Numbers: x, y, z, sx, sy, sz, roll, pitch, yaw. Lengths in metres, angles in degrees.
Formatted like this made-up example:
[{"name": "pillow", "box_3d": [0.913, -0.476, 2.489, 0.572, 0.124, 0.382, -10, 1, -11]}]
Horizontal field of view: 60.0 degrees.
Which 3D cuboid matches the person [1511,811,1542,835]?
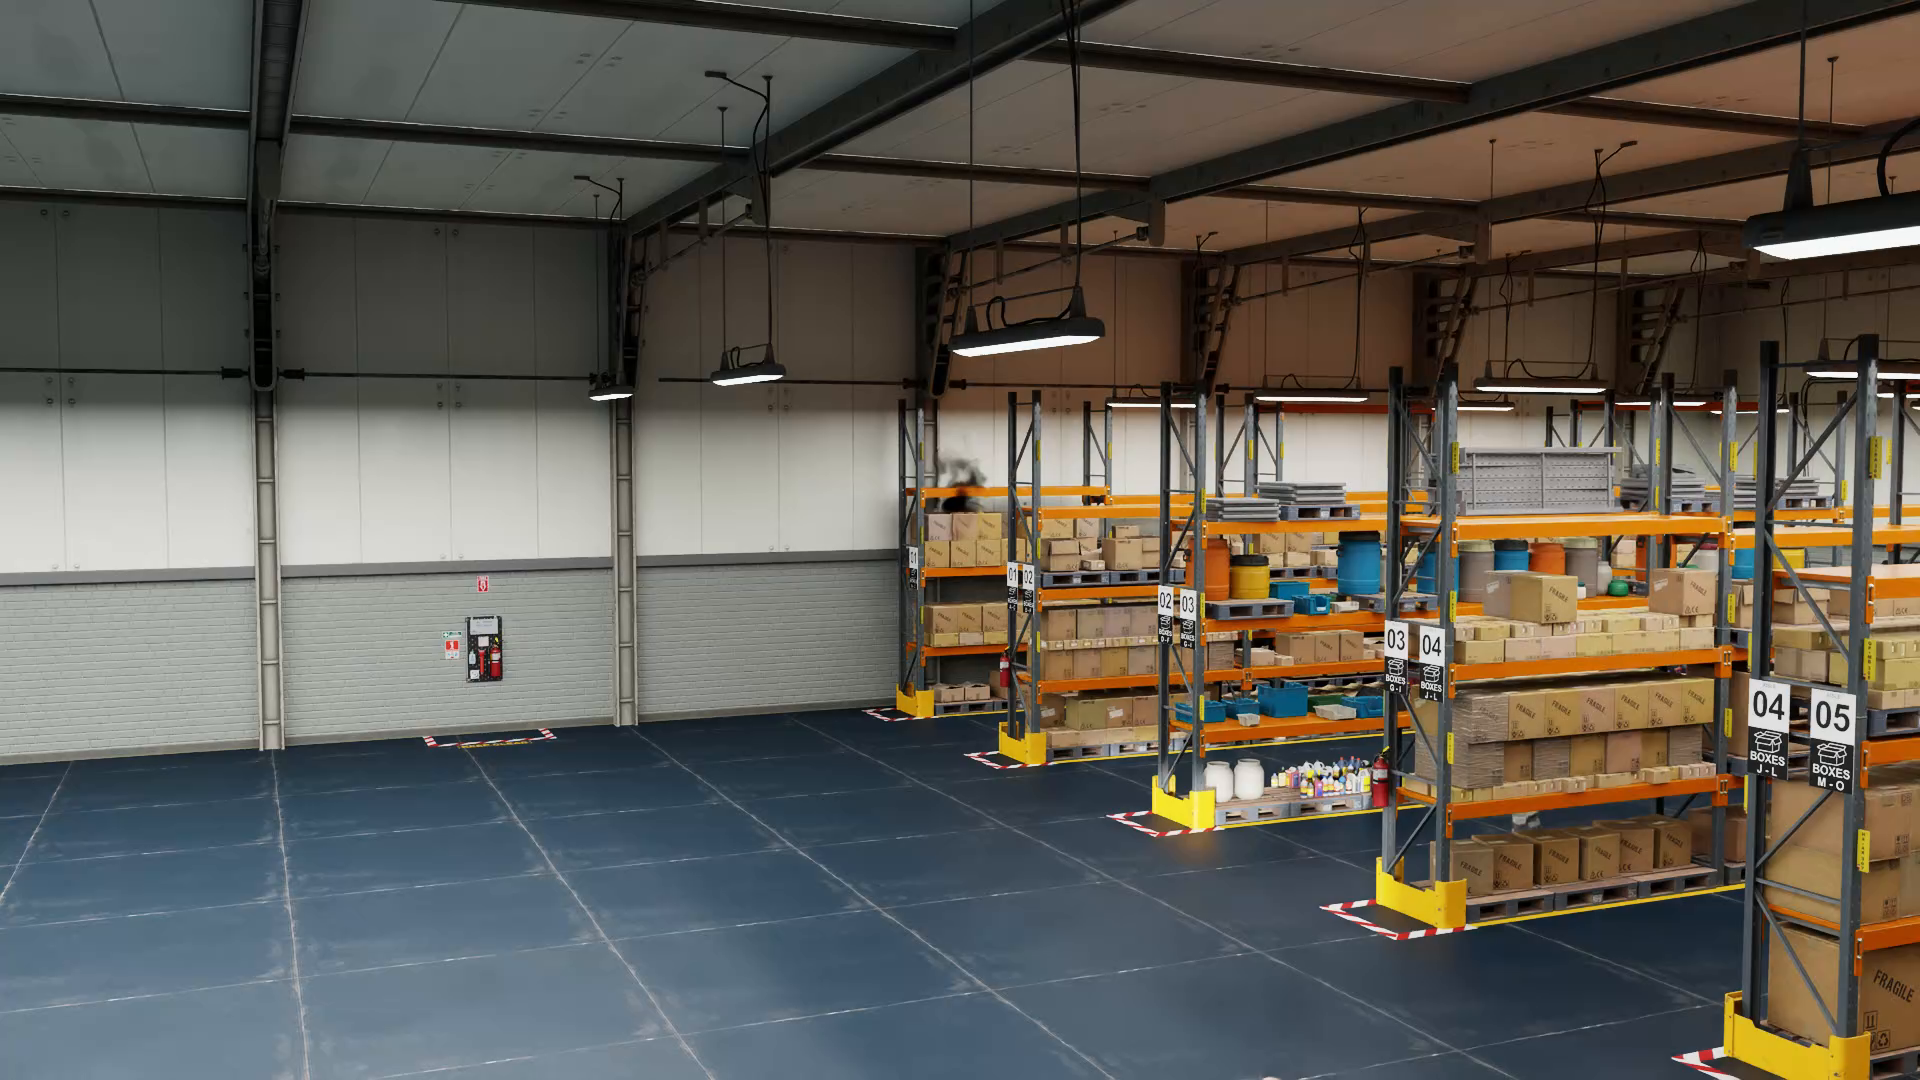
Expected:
[{"name": "person", "box_3d": [7.213, 3.005, 21.283, 0.855, 1.834, 0.654, -2, 4, -32]}]
